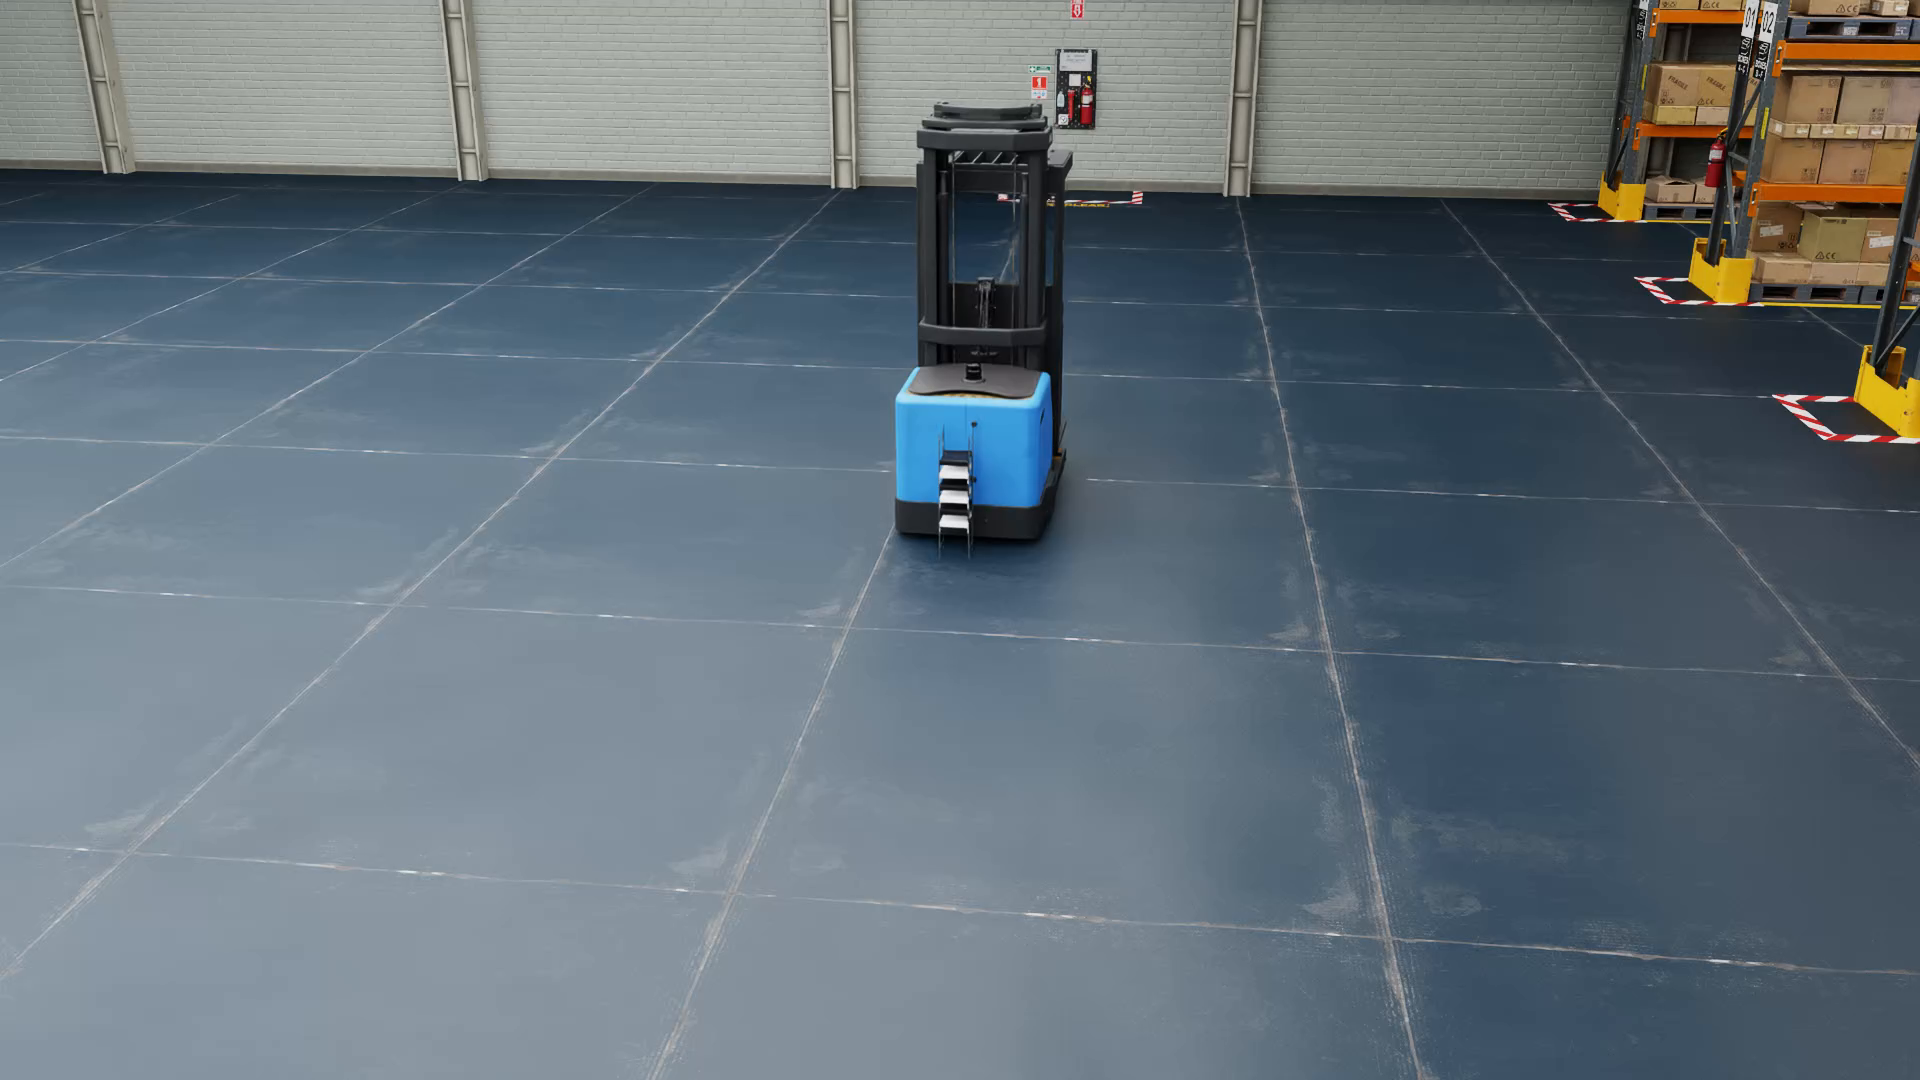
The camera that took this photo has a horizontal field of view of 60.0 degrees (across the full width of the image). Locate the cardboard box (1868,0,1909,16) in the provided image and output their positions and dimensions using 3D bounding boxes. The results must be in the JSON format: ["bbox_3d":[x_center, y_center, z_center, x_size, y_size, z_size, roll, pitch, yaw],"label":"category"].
[{"bbox_3d":[9.911,-5.688,17.747,0.250,0.149,0.380,2,22,6],"label":"cardboard box"}]

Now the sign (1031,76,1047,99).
[{"bbox_3d":[1.195,-6.817,25.055,0.234,0.329,0.001,2,22,6],"label":"sign"}]

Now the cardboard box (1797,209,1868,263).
[{"bbox_3d":[9.766,-3.404,18.620,0.500,0.500,0.500,2,22,6],"label":"cardboard box"}]

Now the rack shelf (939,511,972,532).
[{"bbox_3d":[-0.028,-0.130,11.626,0.200,0.077,0.258,3,22,7],"label":"rack shelf"}]

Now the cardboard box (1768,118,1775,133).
[{"bbox_3d":[9.165,-4.666,18.643,0.250,0.149,0.380,2,22,5],"label":"cardboard box"}]

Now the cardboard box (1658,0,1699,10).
[{"bbox_3d":[9.645,-7.418,22.380,0.500,0.500,0.500,3,22,8],"label":"cardboard box"}]

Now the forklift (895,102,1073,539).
[{"bbox_3d":[0.259,-1.874,12.694,1.130,2.935,3.031,3,22,8],"label":"forklift"}]

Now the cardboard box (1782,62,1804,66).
[{"bbox_3d":[11.348,-6.351,23.080,0.500,0.500,0.500,3,22,7],"label":"cardboard box"}]

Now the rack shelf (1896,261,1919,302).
[{"bbox_3d":[10.163,-2.035,13.986,4.000,0.370,1.077,2,22,6],"label":"rack shelf"}]

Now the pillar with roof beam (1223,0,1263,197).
[{"bbox_3d":[3.674,-7.836,19.522,0.400,9.000,9.100,2,22,6],"label":"pillar with roof beam"}]

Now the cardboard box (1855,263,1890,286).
[{"bbox_3d":[10.263,-3.034,18.704,0.500,0.250,0.500,2,22,6],"label":"cardboard box"}]

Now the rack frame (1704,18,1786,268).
[{"bbox_3d":[8.763,-4.264,18.646,0.127,3.000,1.000,2,22,6],"label":"rack frame"}]

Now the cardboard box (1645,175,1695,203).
[{"bbox_3d":[10.019,-4.965,23.476,0.500,0.311,0.500,0,22,0],"label":"cardboard box"}]

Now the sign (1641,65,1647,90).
[{"bbox_3d":[9.279,-6.278,22.561,0.005,0.325,0.100,2,22,6],"label":"sign"}]

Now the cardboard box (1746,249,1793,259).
[{"bbox_3d":[9.330,-3.266,19.289,0.500,0.250,0.500,2,22,6],"label":"cardboard box"}]

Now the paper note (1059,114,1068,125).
[{"bbox_3d":[1.564,-6.362,25.151,0.142,0.148,0.016,2,22,6],"label":"paper note"}]

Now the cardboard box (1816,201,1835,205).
[{"bbox_3d":[12.279,-4.973,23.239,0.500,0.500,0.500,1,22,2],"label":"cardboard box"}]

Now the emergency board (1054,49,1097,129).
[{"bbox_3d":[1.731,-6.739,24.906,0.643,1.169,0.194,2,22,6],"label":"emergency board"}]

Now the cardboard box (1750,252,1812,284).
[{"bbox_3d":[9.270,-3.077,18.811,0.500,0.250,0.500,2,22,6],"label":"cardboard box"}]

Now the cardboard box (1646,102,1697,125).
[{"bbox_3d":[9.790,-5.876,22.899,0.500,0.250,0.500,2,22,5],"label":"cardboard box"}]

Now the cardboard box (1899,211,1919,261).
[{"bbox_3d":[10.759,-3.359,18.506,0.500,0.500,0.500,2,22,6],"label":"cardboard box"}]

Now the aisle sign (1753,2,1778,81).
[{"bbox_3d":[8.662,-5.364,17.893,0.004,0.787,0.394,2,22,6],"label":"aisle sign"}]

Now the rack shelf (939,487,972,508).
[{"bbox_3d":[-0.028,-0.298,11.560,0.200,0.077,0.258,3,22,7],"label":"rack shelf"}]

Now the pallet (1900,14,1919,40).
[{"bbox_3d":[10.677,-5.526,17.879,1.213,0.211,1.003,2,22,6],"label":"pallet"}]

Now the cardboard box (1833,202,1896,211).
[{"bbox_3d":[10.325,-3.577,19.057,0.500,0.500,0.500,2,22,6],"label":"cardboard box"}]

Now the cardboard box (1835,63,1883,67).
[{"bbox_3d":[12.359,-6.309,22.974,0.500,0.500,0.500,2,22,6],"label":"cardboard box"}]

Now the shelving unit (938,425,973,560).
[{"bbox_3d":[-0.028,-0.329,11.547,0.210,0.900,0.258,3,22,7],"label":"shelving unit"}]

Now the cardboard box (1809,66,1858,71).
[{"bbox_3d":[11.814,-6.141,22.550,0.500,0.500,0.500,2,22,5],"label":"cardboard box"}]

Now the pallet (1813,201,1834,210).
[{"bbox_3d":[12.644,-4.619,23.337,1.213,0.211,1.003,2,22,6],"label":"pallet"}]

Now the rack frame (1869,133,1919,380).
[{"bbox_3d":[8.176,-2.456,14.072,0.127,3.000,1.000,2,22,6],"label":"rack frame"}]

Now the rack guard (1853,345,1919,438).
[{"bbox_3d":[8.257,-1.307,14.567,0.348,0.500,1.175,2,22,6],"label":"rack guard"}]

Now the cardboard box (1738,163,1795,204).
[{"bbox_3d":[11.308,-4.978,23.252,0.500,0.500,0.700,1,22,3],"label":"cardboard box"}]

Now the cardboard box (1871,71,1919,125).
[{"bbox_3d":[10.301,-4.845,18.214,0.500,0.500,0.700,3,22,7],"label":"cardboard box"}]

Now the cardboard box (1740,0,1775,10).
[{"bbox_3d":[10.690,-7.361,22.236,0.500,0.500,0.500,4,22,9],"label":"cardboard box"}]

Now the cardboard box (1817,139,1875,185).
[{"bbox_3d":[9.747,-4.265,18.512,0.500,0.500,0.700,3,22,8],"label":"cardboard box"}]

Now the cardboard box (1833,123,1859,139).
[{"bbox_3d":[9.638,-4.495,18.212,0.250,0.149,0.380,3,22,7],"label":"cardboard box"}]

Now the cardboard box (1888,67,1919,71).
[{"bbox_3d":[12.809,-6.096,22.436,0.500,0.500,0.500,2,22,6],"label":"cardboard box"}]

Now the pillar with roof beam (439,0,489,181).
[{"bbox_3d":[-8.242,-8.356,20.835,0.400,9.000,9.100,2,22,6],"label":"pillar with roof beam"}]

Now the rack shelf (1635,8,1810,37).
[{"bbox_3d":[11.329,-7.047,22.583,4.000,0.370,1.077,2,22,6],"label":"rack shelf"}]

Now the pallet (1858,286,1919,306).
[{"bbox_3d":[10.736,-2.896,18.978,1.213,0.211,1.003,2,22,6],"label":"pallet"}]

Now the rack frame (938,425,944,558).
[{"bbox_3d":[-0.129,-0.333,11.559,0.006,0.900,0.240,3,22,7],"label":"rack frame"}]

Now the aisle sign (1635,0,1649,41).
[{"bbox_3d":[9.236,-7.176,22.474,0.004,0.787,0.394,2,22,6],"label":"aisle sign"}]

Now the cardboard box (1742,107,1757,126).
[{"bbox_3d":[10.812,-5.834,22.794,0.500,0.250,0.500,2,22,5],"label":"cardboard box"}]

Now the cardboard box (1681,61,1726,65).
[{"bbox_3d":[10.334,-6.393,23.188,0.500,0.500,0.500,3,22,7],"label":"cardboard box"}]

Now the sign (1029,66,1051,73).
[{"bbox_3d":[1.198,-7.060,24.949,0.331,0.109,0.001,2,22,6],"label":"sign"}]

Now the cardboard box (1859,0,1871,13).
[{"bbox_3d":[9.938,-5.896,18.137,0.500,0.250,0.500,2,22,6],"label":"cardboard box"}]

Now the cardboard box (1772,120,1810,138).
[{"bbox_3d":[9.127,-4.517,18.267,0.250,0.149,0.380,2,22,6],"label":"cardboard box"}]

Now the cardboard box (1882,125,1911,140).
[{"bbox_3d":[10.153,-4.473,18.155,0.250,0.149,0.380,2,22,4],"label":"cardboard box"}]

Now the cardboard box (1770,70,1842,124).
[{"bbox_3d":[9.278,-4.887,18.321,0.500,0.500,0.700,3,22,6],"label":"cardboard box"}]

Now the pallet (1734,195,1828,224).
[{"bbox_3d":[11.429,-4.671,23.468,1.213,0.211,1.003,2,22,6],"label":"pallet"}]

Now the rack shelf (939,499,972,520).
[{"bbox_3d":[-0.028,-0.214,11.593,0.200,0.077,0.258,3,22,7],"label":"rack shelf"}]

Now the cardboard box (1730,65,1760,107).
[{"bbox_3d":[10.783,-6.181,22.652,0.500,0.500,0.500,2,22,5],"label":"cardboard box"}]

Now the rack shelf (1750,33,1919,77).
[{"bbox_3d":[10.749,-5.238,18.008,4.000,0.370,1.077,2,22,6],"label":"rack shelf"}]

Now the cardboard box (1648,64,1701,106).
[{"bbox_3d":[9.781,-6.231,22.778,0.500,0.500,0.500,3,22,6],"label":"cardboard box"}]
